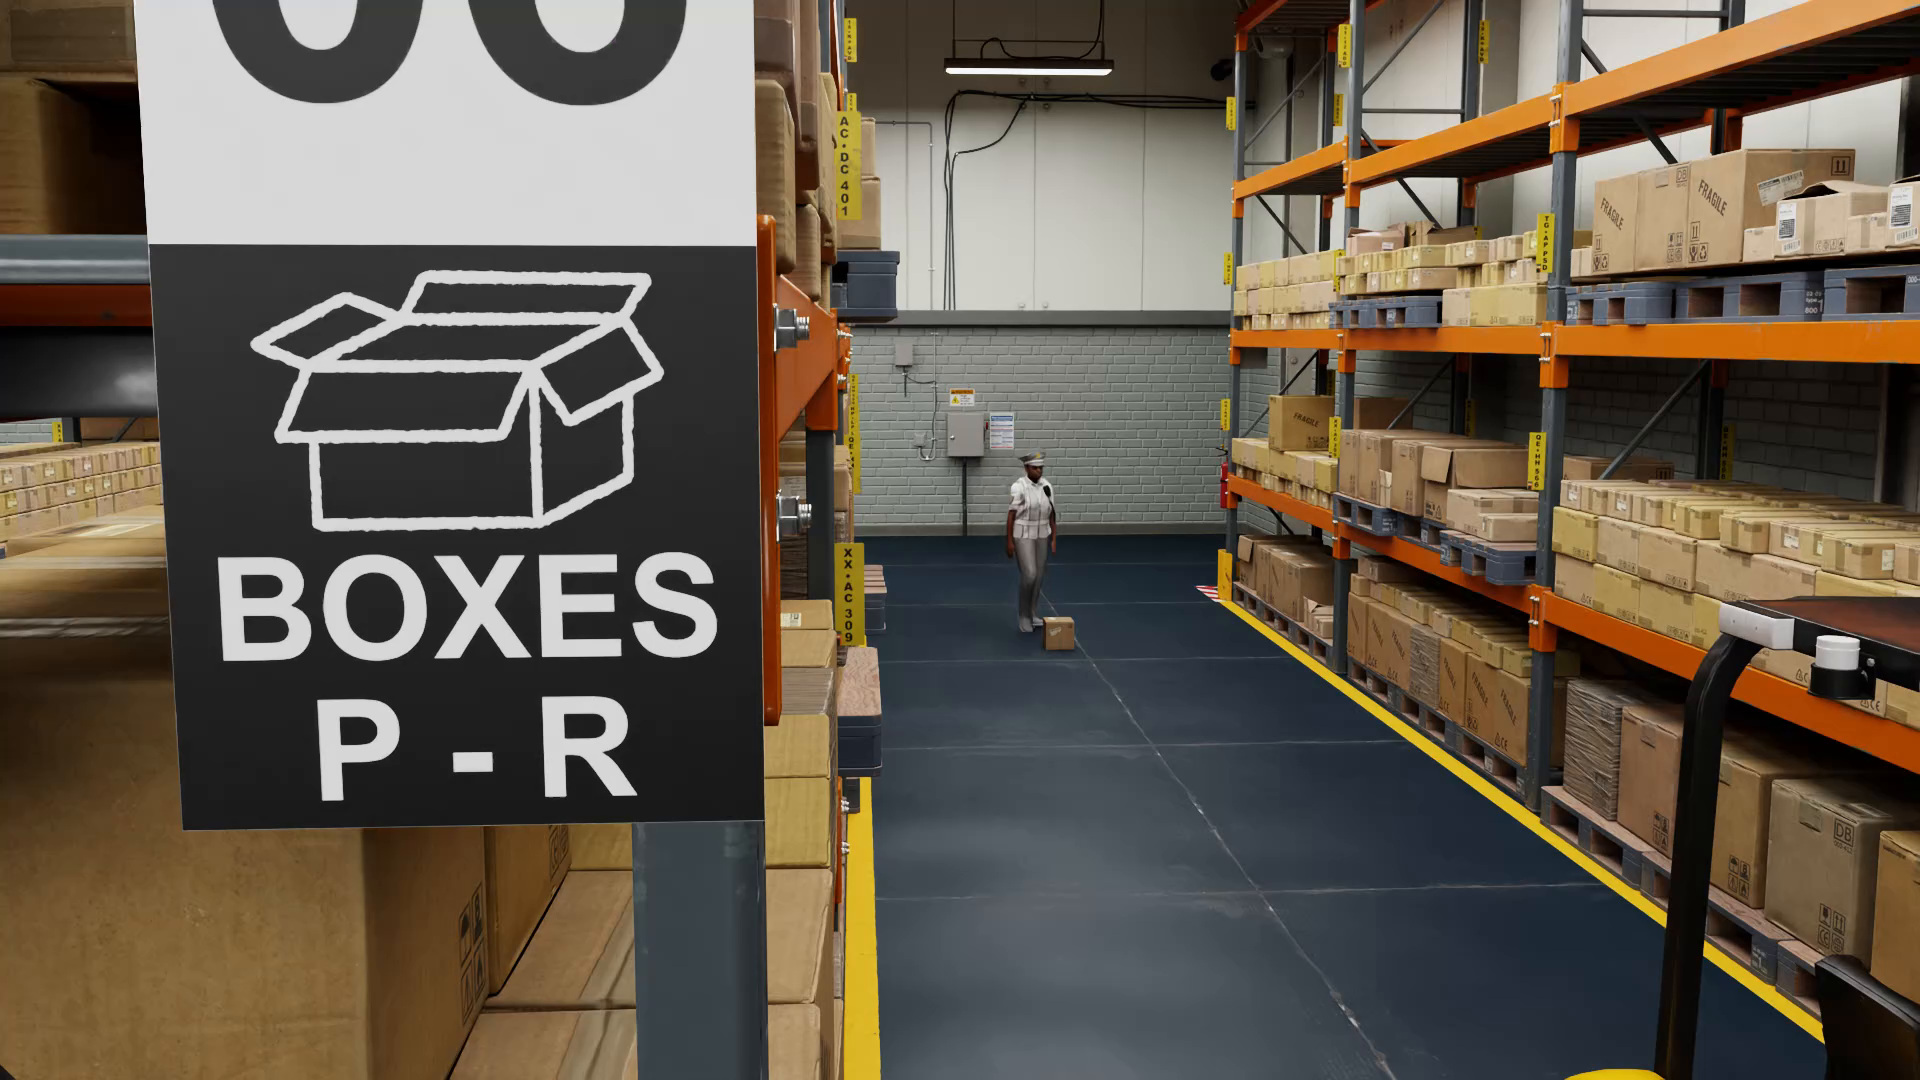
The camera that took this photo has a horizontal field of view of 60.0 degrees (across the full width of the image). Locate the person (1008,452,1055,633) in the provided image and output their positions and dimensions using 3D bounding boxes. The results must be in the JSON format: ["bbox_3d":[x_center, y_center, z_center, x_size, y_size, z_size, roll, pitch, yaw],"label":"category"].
[{"bbox_3d":[0.659,0.015,15.605,0.447,1.706,0.420,-5,8,-34],"label":"person"}]
